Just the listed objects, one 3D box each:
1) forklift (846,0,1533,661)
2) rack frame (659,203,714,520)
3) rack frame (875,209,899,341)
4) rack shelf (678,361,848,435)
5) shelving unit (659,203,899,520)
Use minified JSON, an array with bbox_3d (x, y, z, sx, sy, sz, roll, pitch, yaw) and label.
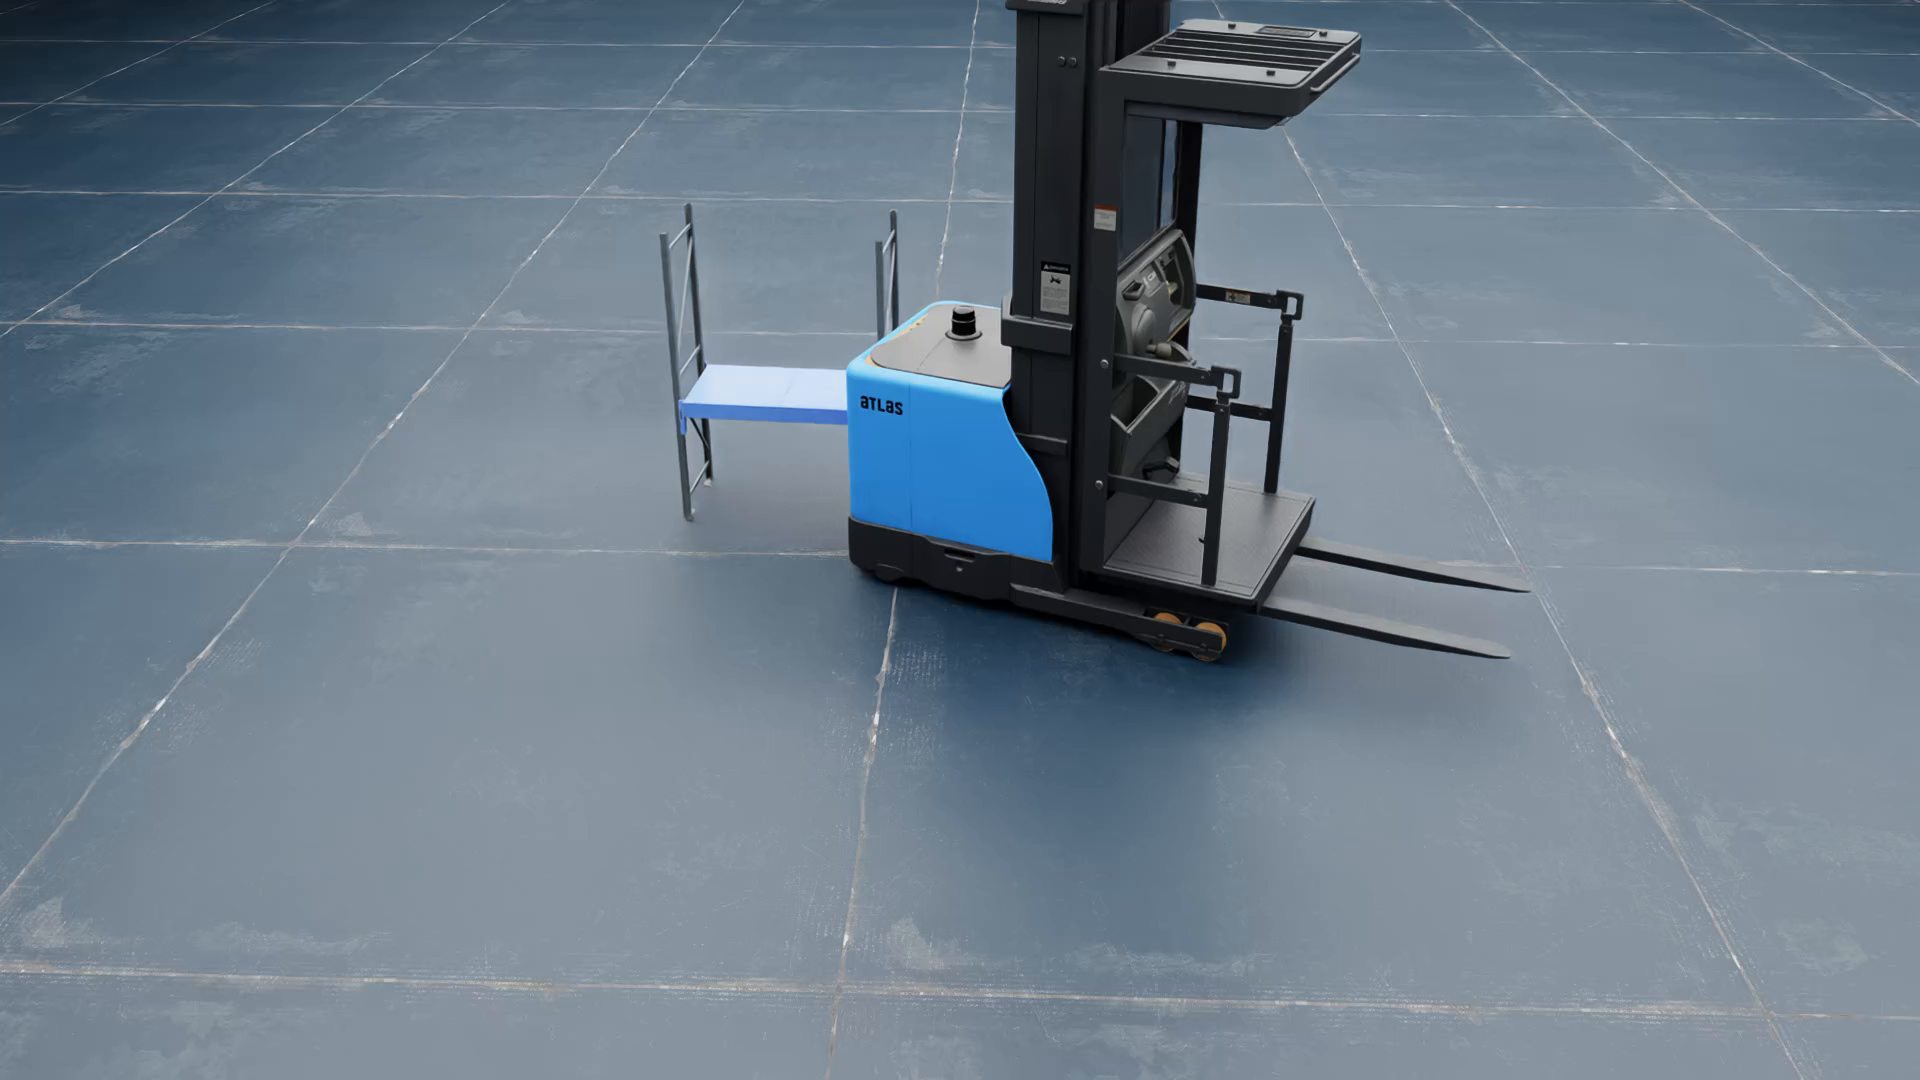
[{"bbox_3d":[1.031,-1.050,7.102,3.031,2.935,1.130,12,30,22],"label":"forklift"},{"bbox_3d":[-1.358,-0.879,8.307,0.032,1.500,0.500,3,28,6],"label":"rack frame"},{"bbox_3d":[-0.347,-0.826,8.207,0.032,1.500,0.500,3,28,6],"label":"rack frame"},{"bbox_3d":[-0.852,-0.694,8.341,1.000,0.185,0.538,3,28,6],"label":"rack shelf"},{"bbox_3d":[-0.852,-0.852,8.257,1.048,1.500,0.538,3,28,6],"label":"shelving unit"}]
